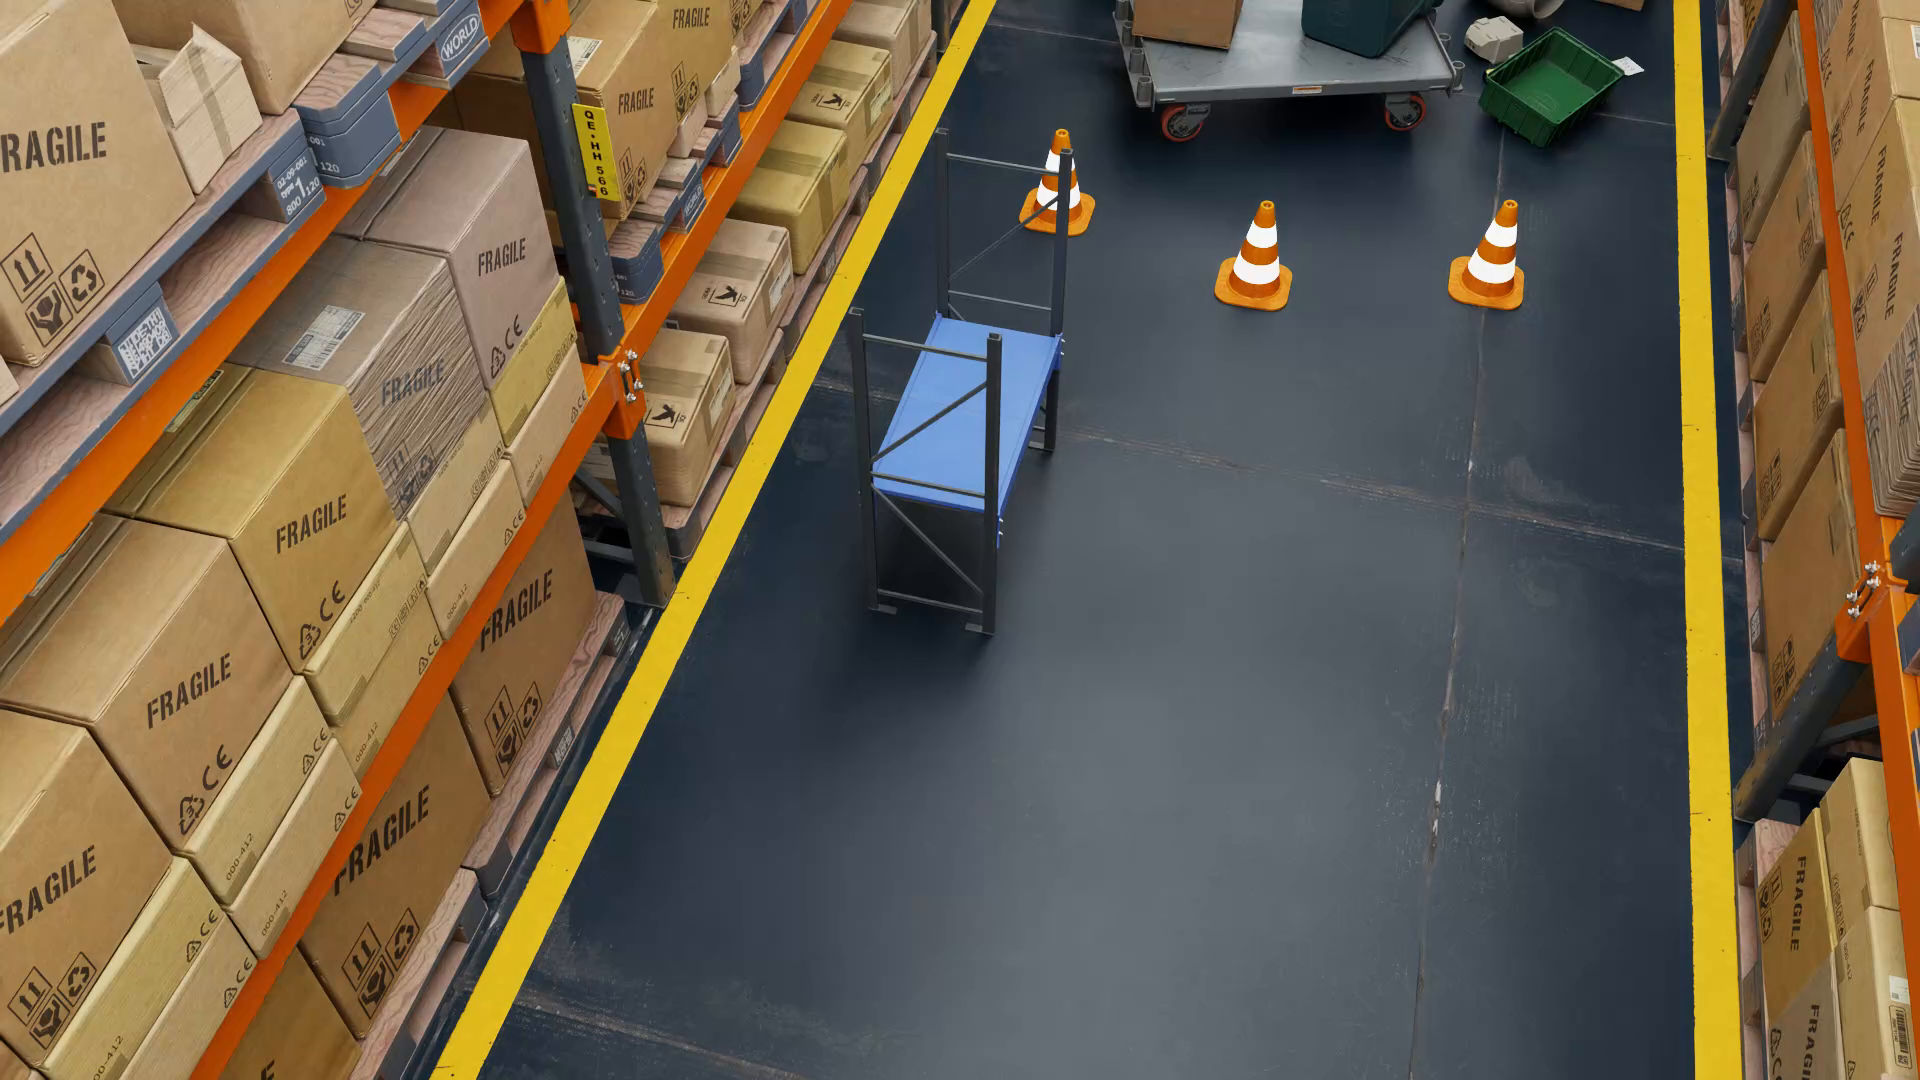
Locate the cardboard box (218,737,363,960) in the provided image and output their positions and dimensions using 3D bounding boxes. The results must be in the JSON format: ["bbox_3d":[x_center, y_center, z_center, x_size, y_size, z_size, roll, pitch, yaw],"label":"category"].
[{"bbox_3d":[-1.862,0.713,4.139,0.500,0.250,0.500,11,49,9],"label":"cardboard box"}]

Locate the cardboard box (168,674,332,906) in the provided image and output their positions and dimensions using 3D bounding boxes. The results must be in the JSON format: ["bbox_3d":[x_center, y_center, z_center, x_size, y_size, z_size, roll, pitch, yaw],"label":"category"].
[{"bbox_3d":[-1.870,0.544,3.955,0.500,0.250,0.500,10,49,9],"label":"cardboard box"}]

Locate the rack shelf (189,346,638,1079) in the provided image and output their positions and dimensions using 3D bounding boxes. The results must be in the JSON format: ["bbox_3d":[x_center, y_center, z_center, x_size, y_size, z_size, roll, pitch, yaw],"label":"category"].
[{"bbox_3d":[-2.132,0.822,4.422,1.077,0.370,4.000,12,50,10],"label":"rack shelf"}]

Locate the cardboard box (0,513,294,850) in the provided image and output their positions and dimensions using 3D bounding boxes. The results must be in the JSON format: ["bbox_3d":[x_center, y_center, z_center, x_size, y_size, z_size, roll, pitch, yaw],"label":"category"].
[{"bbox_3d":[-1.893,0.295,3.675,0.500,0.500,0.500,11,49,9],"label":"cardboard box"}]

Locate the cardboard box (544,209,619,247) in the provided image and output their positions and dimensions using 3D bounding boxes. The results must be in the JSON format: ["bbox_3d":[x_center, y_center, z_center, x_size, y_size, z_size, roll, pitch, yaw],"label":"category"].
[{"bbox_3d":[-1.340,-1.116,5.541,0.380,0.149,0.250,9,49,8],"label":"cardboard box"}]

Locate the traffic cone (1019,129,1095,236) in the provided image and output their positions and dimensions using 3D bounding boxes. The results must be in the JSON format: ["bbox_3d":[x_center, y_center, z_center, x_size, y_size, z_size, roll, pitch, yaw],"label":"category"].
[{"bbox_3d":[0.472,-1.743,7.898,0.336,0.463,0.334,12,50,10],"label":"traffic cone"}]

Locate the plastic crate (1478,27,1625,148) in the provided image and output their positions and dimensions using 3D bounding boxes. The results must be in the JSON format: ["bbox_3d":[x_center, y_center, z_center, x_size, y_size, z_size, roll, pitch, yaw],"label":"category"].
[{"bbox_3d":[3.031,-2.325,8.557,0.662,0.188,0.450,-37,68,-28],"label":"plastic crate"}]

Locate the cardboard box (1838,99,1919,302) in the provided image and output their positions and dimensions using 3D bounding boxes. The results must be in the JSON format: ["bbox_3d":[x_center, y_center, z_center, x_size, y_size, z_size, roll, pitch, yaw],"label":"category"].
[{"bbox_3d":[3.321,-1.092,5.566,0.500,0.500,0.500,11,49,9],"label":"cardboard box"}]

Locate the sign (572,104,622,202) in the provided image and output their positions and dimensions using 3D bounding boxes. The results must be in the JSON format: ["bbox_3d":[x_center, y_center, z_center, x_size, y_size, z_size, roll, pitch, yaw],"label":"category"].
[{"bbox_3d":[-1.069,-1.138,4.900,0.100,0.325,0.005,12,50,10],"label":"sign"}]

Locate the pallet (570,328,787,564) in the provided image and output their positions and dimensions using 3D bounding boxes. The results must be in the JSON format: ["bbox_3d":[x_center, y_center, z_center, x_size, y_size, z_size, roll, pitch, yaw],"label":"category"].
[{"bbox_3d":[-1.398,-0.504,6.973,1.003,0.211,1.213,12,50,10],"label":"pallet"}]

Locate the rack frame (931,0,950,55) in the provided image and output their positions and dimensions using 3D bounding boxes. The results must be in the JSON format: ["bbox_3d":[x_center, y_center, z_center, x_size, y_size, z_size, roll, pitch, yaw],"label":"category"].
[{"bbox_3d":[-0.552,-3.755,7.983,1.000,3.000,0.127,12,50,10],"label":"rack frame"}]

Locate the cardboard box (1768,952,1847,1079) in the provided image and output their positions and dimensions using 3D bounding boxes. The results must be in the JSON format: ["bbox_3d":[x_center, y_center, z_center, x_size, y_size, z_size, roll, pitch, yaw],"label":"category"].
[{"bbox_3d":[2.636,1.555,4.683,0.500,0.500,0.500,12,50,10],"label":"cardboard box"}]

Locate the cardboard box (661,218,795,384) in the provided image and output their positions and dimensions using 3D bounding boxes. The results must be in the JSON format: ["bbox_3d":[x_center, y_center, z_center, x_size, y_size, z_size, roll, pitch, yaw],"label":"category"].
[{"bbox_3d":[-1.260,-1.074,7.088,0.950,0.372,0.625,11,49,9],"label":"cardboard box"}]

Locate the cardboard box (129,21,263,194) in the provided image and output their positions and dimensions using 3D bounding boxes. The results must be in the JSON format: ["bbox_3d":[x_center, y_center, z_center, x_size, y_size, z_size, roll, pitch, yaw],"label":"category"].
[{"bbox_3d":[-1.630,-0.884,3.257,0.396,0.266,0.258,10,49,9],"label":"cardboard box"}]

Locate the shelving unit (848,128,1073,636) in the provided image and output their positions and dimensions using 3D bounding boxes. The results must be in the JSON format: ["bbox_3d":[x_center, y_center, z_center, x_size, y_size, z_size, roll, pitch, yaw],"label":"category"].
[{"bbox_3d":[0.022,-0.558,6.161,0.538,1.500,1.048,12,50,10],"label":"shelving unit"}]

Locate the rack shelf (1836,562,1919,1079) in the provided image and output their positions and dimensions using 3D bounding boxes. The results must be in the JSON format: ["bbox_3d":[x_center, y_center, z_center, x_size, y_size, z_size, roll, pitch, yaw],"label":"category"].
[{"bbox_3d":[2.670,1.726,3.624,1.077,0.370,4.000,12,50,10],"label":"rack shelf"}]

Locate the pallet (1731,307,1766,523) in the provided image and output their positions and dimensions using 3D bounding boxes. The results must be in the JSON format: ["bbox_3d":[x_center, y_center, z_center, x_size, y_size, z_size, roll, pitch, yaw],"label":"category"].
[{"bbox_3d":[3.800,-0.471,6.944,1.003,0.211,1.213,12,50,10],"label":"pallet"}]

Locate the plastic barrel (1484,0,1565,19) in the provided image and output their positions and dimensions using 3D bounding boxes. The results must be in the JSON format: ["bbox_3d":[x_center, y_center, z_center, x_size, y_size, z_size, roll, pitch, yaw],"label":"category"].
[{"bbox_3d":[3.068,-3.123,9.142,0.421,0.421,0.512,-27,54,-22],"label":"plastic barrel"}]

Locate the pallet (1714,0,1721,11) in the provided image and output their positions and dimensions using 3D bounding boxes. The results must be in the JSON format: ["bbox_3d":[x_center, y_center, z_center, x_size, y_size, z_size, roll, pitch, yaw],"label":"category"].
[{"bbox_3d":[4.844,-3.349,9.484,1.003,0.211,1.213,12,50,10],"label":"pallet"}]

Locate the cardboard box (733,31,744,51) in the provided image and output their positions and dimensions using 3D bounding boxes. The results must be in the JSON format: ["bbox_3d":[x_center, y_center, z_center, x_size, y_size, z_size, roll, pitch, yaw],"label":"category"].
[{"bbox_3d":[-1.037,-1.888,6.222,0.380,0.149,0.250,14,50,12],"label":"cardboard box"}]

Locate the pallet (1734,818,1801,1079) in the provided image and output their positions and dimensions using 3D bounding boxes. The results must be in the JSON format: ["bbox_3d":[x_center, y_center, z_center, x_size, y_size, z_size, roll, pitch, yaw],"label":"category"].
[{"bbox_3d":[2.990,1.529,5.178,1.003,0.211,1.213,12,50,10],"label":"pallet"}]

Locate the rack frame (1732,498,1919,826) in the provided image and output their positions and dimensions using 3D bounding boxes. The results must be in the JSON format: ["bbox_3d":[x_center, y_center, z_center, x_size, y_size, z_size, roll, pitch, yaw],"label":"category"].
[{"bbox_3d":[3.197,0.042,4.632,1.000,3.000,0.127,12,50,10],"label":"rack frame"}]

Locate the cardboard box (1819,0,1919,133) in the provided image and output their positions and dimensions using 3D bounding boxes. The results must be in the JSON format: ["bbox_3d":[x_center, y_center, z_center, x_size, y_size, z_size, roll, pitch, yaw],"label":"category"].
[{"bbox_3d":[3.585,-1.831,6.218,0.500,0.500,0.500,11,50,10],"label":"cardboard box"}]

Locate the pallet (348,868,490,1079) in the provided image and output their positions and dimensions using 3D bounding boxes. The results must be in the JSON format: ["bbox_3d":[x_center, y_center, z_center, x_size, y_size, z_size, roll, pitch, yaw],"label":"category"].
[{"bbox_3d":[-2.209,1.496,5.208,1.003,0.211,1.213,12,50,10],"label":"pallet"}]

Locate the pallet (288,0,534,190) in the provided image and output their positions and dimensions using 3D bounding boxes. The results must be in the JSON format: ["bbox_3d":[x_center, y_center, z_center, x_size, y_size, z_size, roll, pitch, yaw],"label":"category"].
[{"bbox_3d":[-1.724,-1.316,3.955,1.213,0.211,1.003,14,50,12],"label":"pallet"}]

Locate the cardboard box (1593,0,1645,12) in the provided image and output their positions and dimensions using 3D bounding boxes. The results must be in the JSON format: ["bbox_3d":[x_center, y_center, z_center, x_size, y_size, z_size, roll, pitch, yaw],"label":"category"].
[{"bbox_3d":[3.668,-3.351,9.291,0.500,0.500,0.500,19,51,16],"label":"cardboard box"}]

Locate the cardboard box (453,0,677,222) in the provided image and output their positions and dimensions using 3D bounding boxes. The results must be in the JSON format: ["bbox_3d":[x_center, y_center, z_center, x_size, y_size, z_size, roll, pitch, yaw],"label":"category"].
[{"bbox_3d":[-1.264,-1.412,5.370,0.500,0.500,0.500,10,49,9],"label":"cardboard box"}]

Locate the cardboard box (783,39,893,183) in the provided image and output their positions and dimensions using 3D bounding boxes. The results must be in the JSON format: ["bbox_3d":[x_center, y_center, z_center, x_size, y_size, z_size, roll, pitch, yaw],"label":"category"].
[{"bbox_3d":[-0.874,-2.124,8.016,0.950,0.372,0.625,14,50,12],"label":"cardboard box"}]

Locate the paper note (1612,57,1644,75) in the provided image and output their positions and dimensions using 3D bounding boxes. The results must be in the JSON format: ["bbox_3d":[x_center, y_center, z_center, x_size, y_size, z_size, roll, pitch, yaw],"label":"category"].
[{"bbox_3d":[3.553,-2.534,8.885,0.147,0.020,0.142,-19,51,-16],"label":"paper note"}]

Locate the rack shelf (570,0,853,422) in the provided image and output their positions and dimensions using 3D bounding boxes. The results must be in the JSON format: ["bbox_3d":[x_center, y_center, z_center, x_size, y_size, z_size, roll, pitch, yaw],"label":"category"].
[{"bbox_3d":[-1.079,-2.071,6.976,1.077,0.370,4.000,12,50,10],"label":"rack shelf"}]

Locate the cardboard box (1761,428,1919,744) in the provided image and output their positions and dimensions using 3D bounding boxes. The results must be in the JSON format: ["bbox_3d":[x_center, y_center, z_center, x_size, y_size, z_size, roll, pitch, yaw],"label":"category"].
[{"bbox_3d":[3.444,0.224,5.691,1.050,0.750,0.750,11,49,10],"label":"cardboard box"}]

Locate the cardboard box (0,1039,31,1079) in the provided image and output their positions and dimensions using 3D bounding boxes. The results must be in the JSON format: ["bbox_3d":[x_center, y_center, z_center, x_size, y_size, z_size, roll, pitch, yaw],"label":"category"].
[{"bbox_3d":[-2.158,1.032,3.024,0.500,0.500,0.500,11,50,10],"label":"cardboard box"}]

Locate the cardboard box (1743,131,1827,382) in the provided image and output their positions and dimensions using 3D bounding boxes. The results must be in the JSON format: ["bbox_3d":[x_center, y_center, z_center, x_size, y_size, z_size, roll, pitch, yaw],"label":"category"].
[{"bbox_3d":[3.915,-1.083,6.844,1.050,0.750,0.750,12,50,10],"label":"cardboard box"}]

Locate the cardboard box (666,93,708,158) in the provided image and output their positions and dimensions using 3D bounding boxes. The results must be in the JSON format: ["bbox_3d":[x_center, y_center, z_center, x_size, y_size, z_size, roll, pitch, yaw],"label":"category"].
[{"bbox_3d":[-1.117,-1.503,5.882,0.380,0.149,0.250,9,49,8],"label":"cardboard box"}]

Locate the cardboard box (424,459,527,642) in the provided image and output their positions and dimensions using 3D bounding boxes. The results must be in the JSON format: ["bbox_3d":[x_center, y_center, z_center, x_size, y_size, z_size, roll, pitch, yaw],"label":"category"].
[{"bbox_3d":[-1.607,-0.023,4.788,0.500,0.250,0.500,12,50,11],"label":"cardboard box"}]

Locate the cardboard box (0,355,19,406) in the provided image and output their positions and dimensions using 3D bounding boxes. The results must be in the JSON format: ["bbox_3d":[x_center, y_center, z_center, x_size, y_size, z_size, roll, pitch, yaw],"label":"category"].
[{"bbox_3d":[-1.839,-0.308,2.749,0.396,0.266,0.258,15,50,13],"label":"cardboard box"}]

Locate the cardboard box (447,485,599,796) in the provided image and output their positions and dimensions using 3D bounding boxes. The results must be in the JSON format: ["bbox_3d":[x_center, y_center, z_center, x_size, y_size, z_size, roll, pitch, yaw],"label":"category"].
[{"bbox_3d":[-1.867,0.185,5.642,0.875,0.875,0.875,11,50,10],"label":"cardboard box"}]

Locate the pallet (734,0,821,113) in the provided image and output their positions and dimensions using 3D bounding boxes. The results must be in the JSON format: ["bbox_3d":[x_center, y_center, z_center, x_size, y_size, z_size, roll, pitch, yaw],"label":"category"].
[{"bbox_3d":[-1.124,-2.239,6.772,1.003,0.211,1.213,12,50,10],"label":"pallet"}]

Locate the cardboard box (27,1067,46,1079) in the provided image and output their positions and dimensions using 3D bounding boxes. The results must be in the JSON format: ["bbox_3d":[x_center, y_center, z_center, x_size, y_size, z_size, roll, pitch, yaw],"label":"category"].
[{"bbox_3d":[-2.160,1.270,3.314,0.500,0.250,0.500,12,50,11],"label":"cardboard box"}]

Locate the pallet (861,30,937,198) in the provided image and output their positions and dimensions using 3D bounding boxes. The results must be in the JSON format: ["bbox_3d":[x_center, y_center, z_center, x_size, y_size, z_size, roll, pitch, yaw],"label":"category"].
[{"bbox_3d":[-0.756,-2.269,8.531,1.003,0.211,1.213,12,50,10],"label":"pallet"}]

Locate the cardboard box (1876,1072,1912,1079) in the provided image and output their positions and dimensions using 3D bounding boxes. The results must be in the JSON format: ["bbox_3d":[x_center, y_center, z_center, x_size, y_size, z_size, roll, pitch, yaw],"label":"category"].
[{"bbox_3d":[2.506,1.655,4.095,0.500,0.250,0.500,12,50,10],"label":"cardboard box"}]

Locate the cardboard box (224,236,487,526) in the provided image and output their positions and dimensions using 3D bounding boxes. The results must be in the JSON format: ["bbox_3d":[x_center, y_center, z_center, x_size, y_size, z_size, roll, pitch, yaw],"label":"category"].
[{"bbox_3d":[-1.616,-0.428,4.312,0.500,0.500,0.500,12,50,11],"label":"cardboard box"}]

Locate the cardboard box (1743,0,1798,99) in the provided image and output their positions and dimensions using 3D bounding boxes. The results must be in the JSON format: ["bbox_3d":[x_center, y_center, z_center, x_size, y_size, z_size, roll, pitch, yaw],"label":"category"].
[{"bbox_3d":[4.483,-2.729,8.214,0.875,0.875,0.875,12,50,11],"label":"cardboard box"}]

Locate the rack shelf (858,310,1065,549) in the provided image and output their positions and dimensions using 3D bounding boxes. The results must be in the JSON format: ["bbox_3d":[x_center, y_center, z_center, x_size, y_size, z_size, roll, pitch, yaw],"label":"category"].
[{"bbox_3d":[0.022,-0.439,6.296,0.538,0.185,1.000,12,50,10],"label":"rack shelf"}]

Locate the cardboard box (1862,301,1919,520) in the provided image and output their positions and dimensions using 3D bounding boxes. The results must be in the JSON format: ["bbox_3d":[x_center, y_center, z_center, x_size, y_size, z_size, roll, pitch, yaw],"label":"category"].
[{"bbox_3d":[3.056,-0.370,4.928,0.500,0.500,0.500,12,50,10],"label":"cardboard box"}]

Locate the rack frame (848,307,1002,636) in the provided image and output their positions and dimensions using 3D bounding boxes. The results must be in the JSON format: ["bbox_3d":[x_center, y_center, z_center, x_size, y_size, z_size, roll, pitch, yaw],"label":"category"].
[{"bbox_3d":[-0.111,-0.190,5.836,0.500,1.500,0.032,12,50,10],"label":"rack frame"}]

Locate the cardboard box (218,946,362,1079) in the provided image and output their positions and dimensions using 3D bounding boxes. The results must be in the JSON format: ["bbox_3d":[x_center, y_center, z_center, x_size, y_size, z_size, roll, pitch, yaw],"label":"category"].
[{"bbox_3d":[-2.342,1.476,4.503,0.875,0.875,0.875,13,50,11],"label":"cardboard box"}]

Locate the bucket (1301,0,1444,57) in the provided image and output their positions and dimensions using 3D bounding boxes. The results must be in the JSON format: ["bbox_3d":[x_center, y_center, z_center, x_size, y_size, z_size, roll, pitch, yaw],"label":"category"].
[{"bbox_3d":[2.061,-2.825,8.331,0.726,0.611,0.620,28,64,22],"label":"bucket"}]

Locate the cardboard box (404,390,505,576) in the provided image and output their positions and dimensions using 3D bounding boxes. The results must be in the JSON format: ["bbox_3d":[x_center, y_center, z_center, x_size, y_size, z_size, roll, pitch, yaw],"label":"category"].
[{"bbox_3d":[-1.619,-0.206,4.617,0.500,0.250,0.500,10,49,9],"label":"cardboard box"}]

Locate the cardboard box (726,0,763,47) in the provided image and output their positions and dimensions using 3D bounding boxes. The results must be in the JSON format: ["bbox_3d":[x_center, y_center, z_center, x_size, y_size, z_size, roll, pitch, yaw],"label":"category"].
[{"bbox_3d":[-1.000,-2.176,6.044,0.500,0.500,0.500,12,50,11],"label":"cardboard box"}]

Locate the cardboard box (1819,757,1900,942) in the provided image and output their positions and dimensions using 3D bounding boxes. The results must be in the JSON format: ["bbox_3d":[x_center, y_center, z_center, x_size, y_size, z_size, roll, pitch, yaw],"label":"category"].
[{"bbox_3d":[2.782,0.933,4.732,0.500,0.250,0.500,10,49,8],"label":"cardboard box"}]
